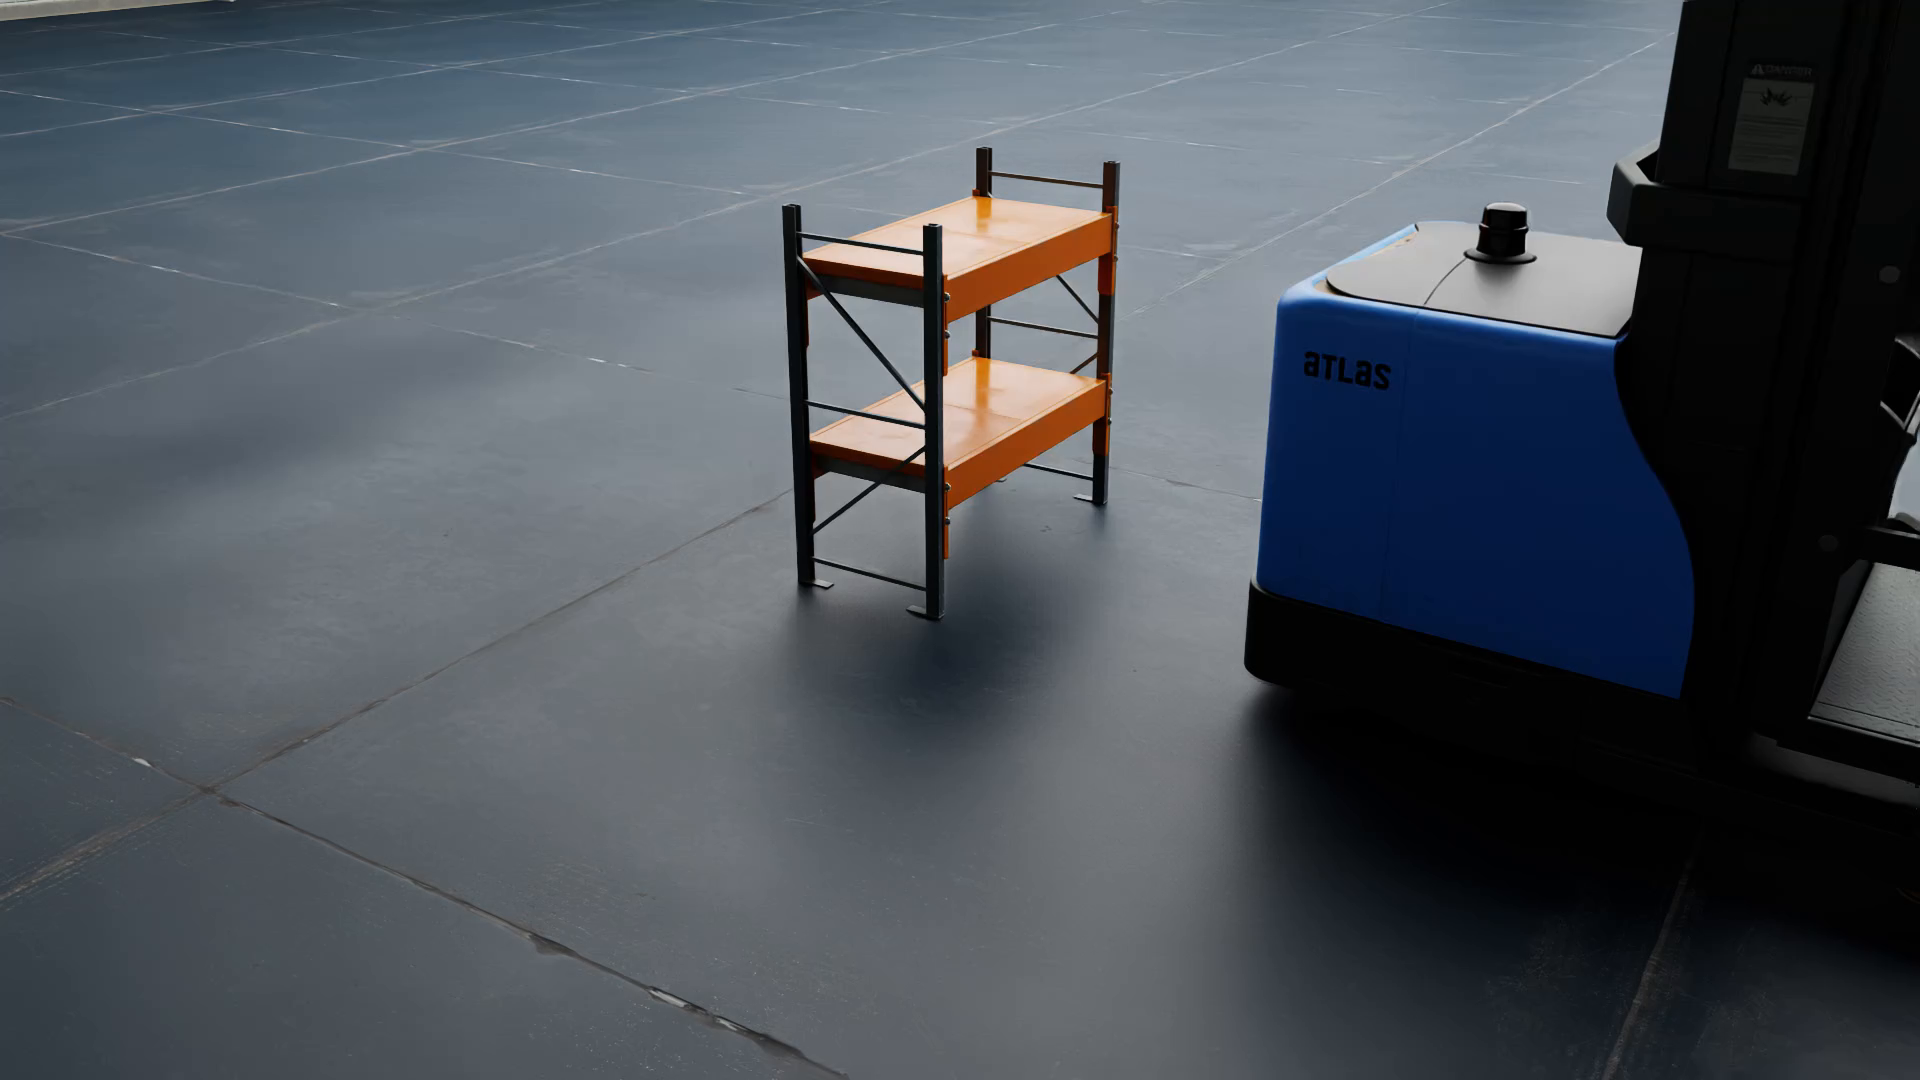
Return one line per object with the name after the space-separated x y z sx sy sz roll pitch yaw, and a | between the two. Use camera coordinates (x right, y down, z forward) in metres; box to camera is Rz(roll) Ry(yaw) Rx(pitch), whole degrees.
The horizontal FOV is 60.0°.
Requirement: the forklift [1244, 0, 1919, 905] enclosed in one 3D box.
2.243 -0.774 3.348 3.031 2.935 1.130 15 28 31 | forklift

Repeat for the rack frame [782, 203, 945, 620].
-0.265 -0.347 4.635 0.500 1.125 0.032 14 27 29 | rack frame

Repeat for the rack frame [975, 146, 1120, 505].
0.272 -0.690 5.428 0.500 1.125 0.032 14 27 29 | rack frame

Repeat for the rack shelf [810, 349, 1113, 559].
0.004 -0.294 5.129 0.538 0.278 1.000 14 27 29 | rack shelf

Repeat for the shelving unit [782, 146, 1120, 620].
0.004 -0.518 5.032 0.538 1.125 1.048 14 27 29 | shelving unit

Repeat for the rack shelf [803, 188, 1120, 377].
0.004 -0.787 4.916 0.538 0.278 1.000 14 27 29 | rack shelf
